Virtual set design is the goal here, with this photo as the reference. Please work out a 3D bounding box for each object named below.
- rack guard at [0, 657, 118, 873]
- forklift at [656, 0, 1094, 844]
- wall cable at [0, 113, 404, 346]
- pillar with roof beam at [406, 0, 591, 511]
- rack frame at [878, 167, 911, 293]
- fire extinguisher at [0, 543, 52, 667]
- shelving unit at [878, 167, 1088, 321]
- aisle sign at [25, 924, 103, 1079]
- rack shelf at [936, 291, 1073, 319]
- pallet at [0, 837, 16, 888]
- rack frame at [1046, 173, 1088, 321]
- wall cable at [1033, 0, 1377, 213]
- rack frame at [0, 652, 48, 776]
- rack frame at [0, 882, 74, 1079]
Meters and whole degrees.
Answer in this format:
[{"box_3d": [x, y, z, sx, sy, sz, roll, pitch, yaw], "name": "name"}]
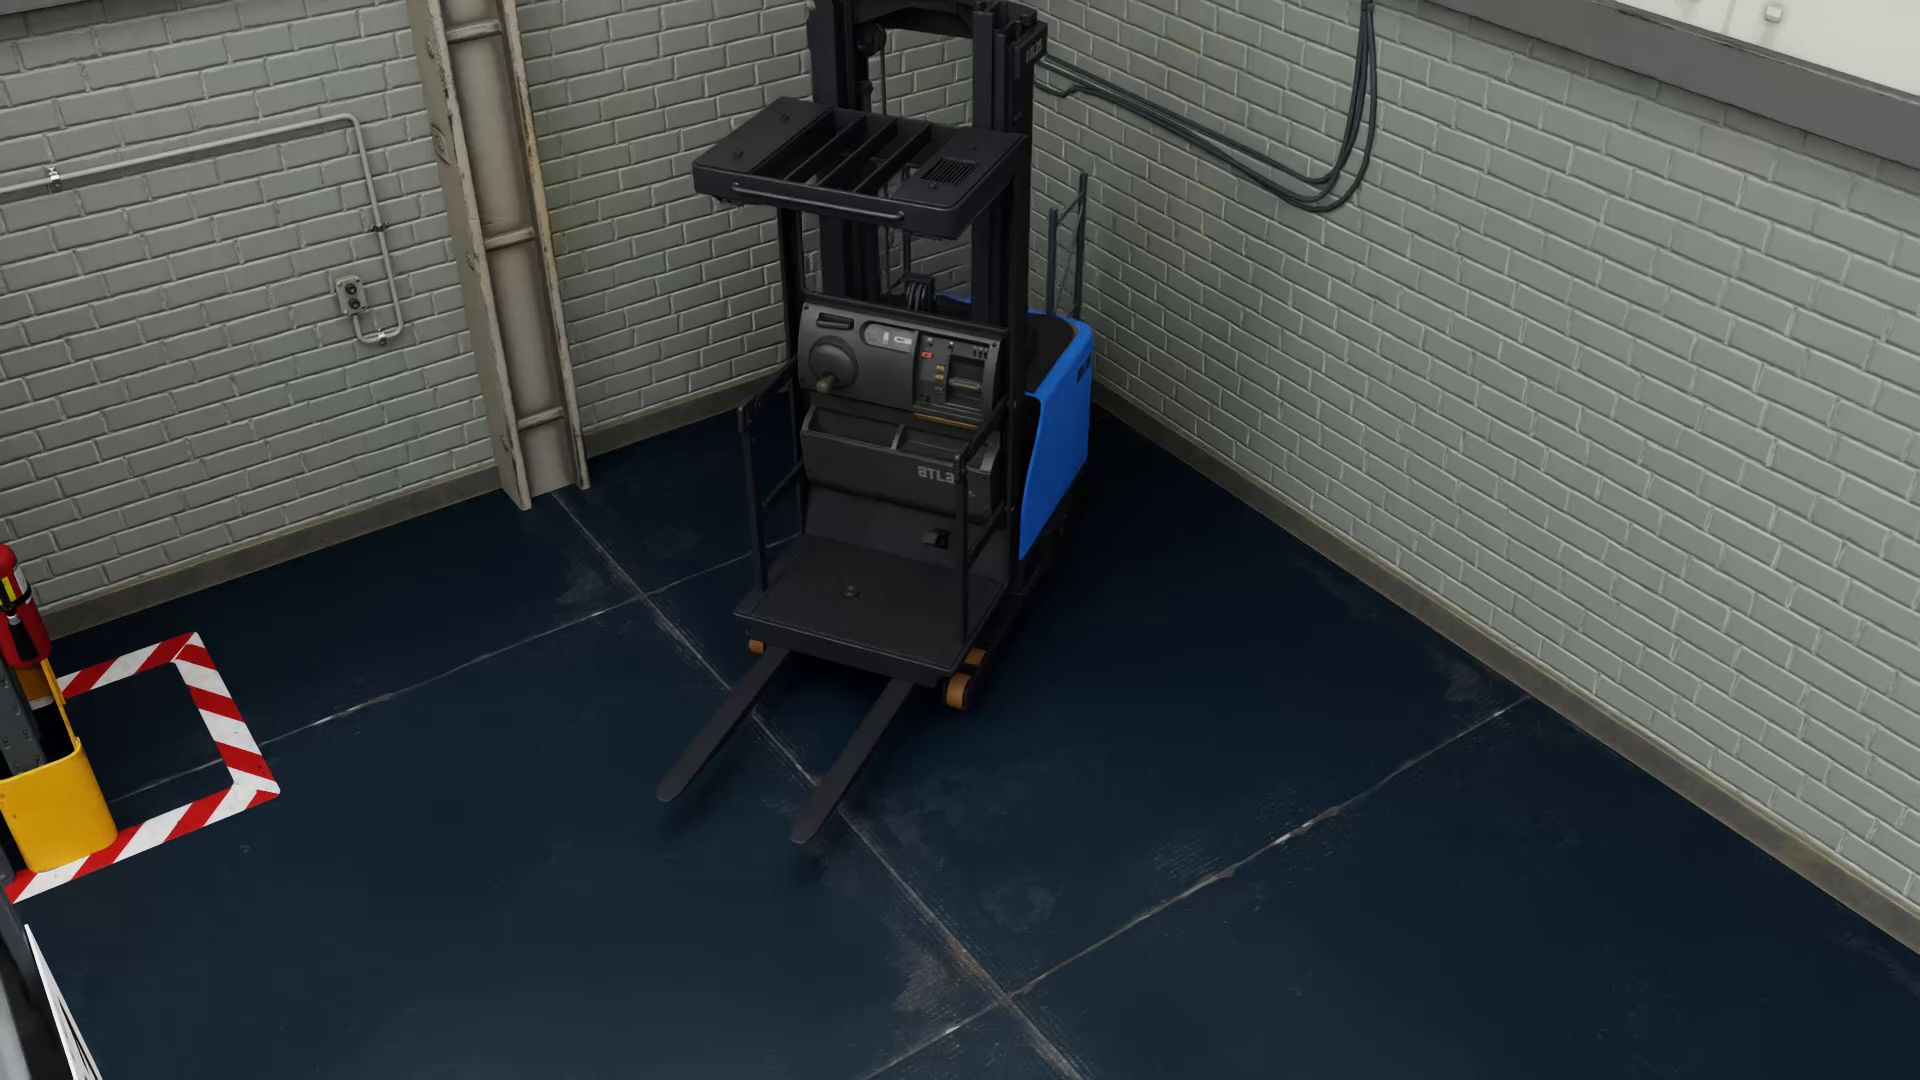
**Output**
[{"box_3d": [-3.925, 0.817, 6.999, 0.348, 0.500, 1.175, -22, 41, -28], "name": "rack guard"}, {"box_3d": [-0.351, -0.708, 7.037, 1.130, 2.935, 3.031, 13, 38, 18], "name": "forklift"}, {"box_3d": [-3.443, -1.484, 7.188, 1.851, 1.984, 0.084, -22, 41, -28], "name": "wall cable"}, {"box_3d": [0.244, -1.891, 3.486, 0.400, 9.000, 9.100, -22, 41, -28], "name": "pillar with roof beam"}, {"box_3d": [-0.384, -1.394, 9.216, 0.032, 1.500, 0.500, 14, 38, 18], "name": "rack frame"}, {"box_3d": [-3.556, 0.163, 6.154, 0.183, 0.674, 0.296, -22, 41, -28], "name": "fire extinguisher"}, {"box_3d": [0.085, -1.279, 9.057, 1.048, 1.500, 0.538, 14, 38, 18], "name": "shelving unit"}, {"box_3d": [-1.201, 0.955, 2.440, 0.004, 0.787, 0.394, -22, 41, -28], "name": "aisle sign"}, {"box_3d": [0.085, -1.133, 9.162, 1.000, 0.185, 0.538, 14, 38, 18], "name": "rack shelf"}, {"box_3d": [-4.553, 1.249, 6.646, 1.213, 0.211, 1.003, -22, 41, -28], "name": "pallet"}, {"box_3d": [0.554, -1.165, 8.898, 0.032, 1.500, 0.500, 14, 38, 18], "name": "rack frame"}, {"box_3d": [0.884, -3.096, 7.821, 0.112, 2.526, 3.097, -22, 41, -28], "name": "wall cable"}, {"box_3d": [-3.945, -0.189, 6.258, 0.127, 3.000, 1.000, -22, 41, -28], "name": "rack frame"}, {"box_3d": [-1.088, -0.262, 1.221, 0.127, 3.000, 1.000, -22, 41, -28], "name": "rack frame"}]
